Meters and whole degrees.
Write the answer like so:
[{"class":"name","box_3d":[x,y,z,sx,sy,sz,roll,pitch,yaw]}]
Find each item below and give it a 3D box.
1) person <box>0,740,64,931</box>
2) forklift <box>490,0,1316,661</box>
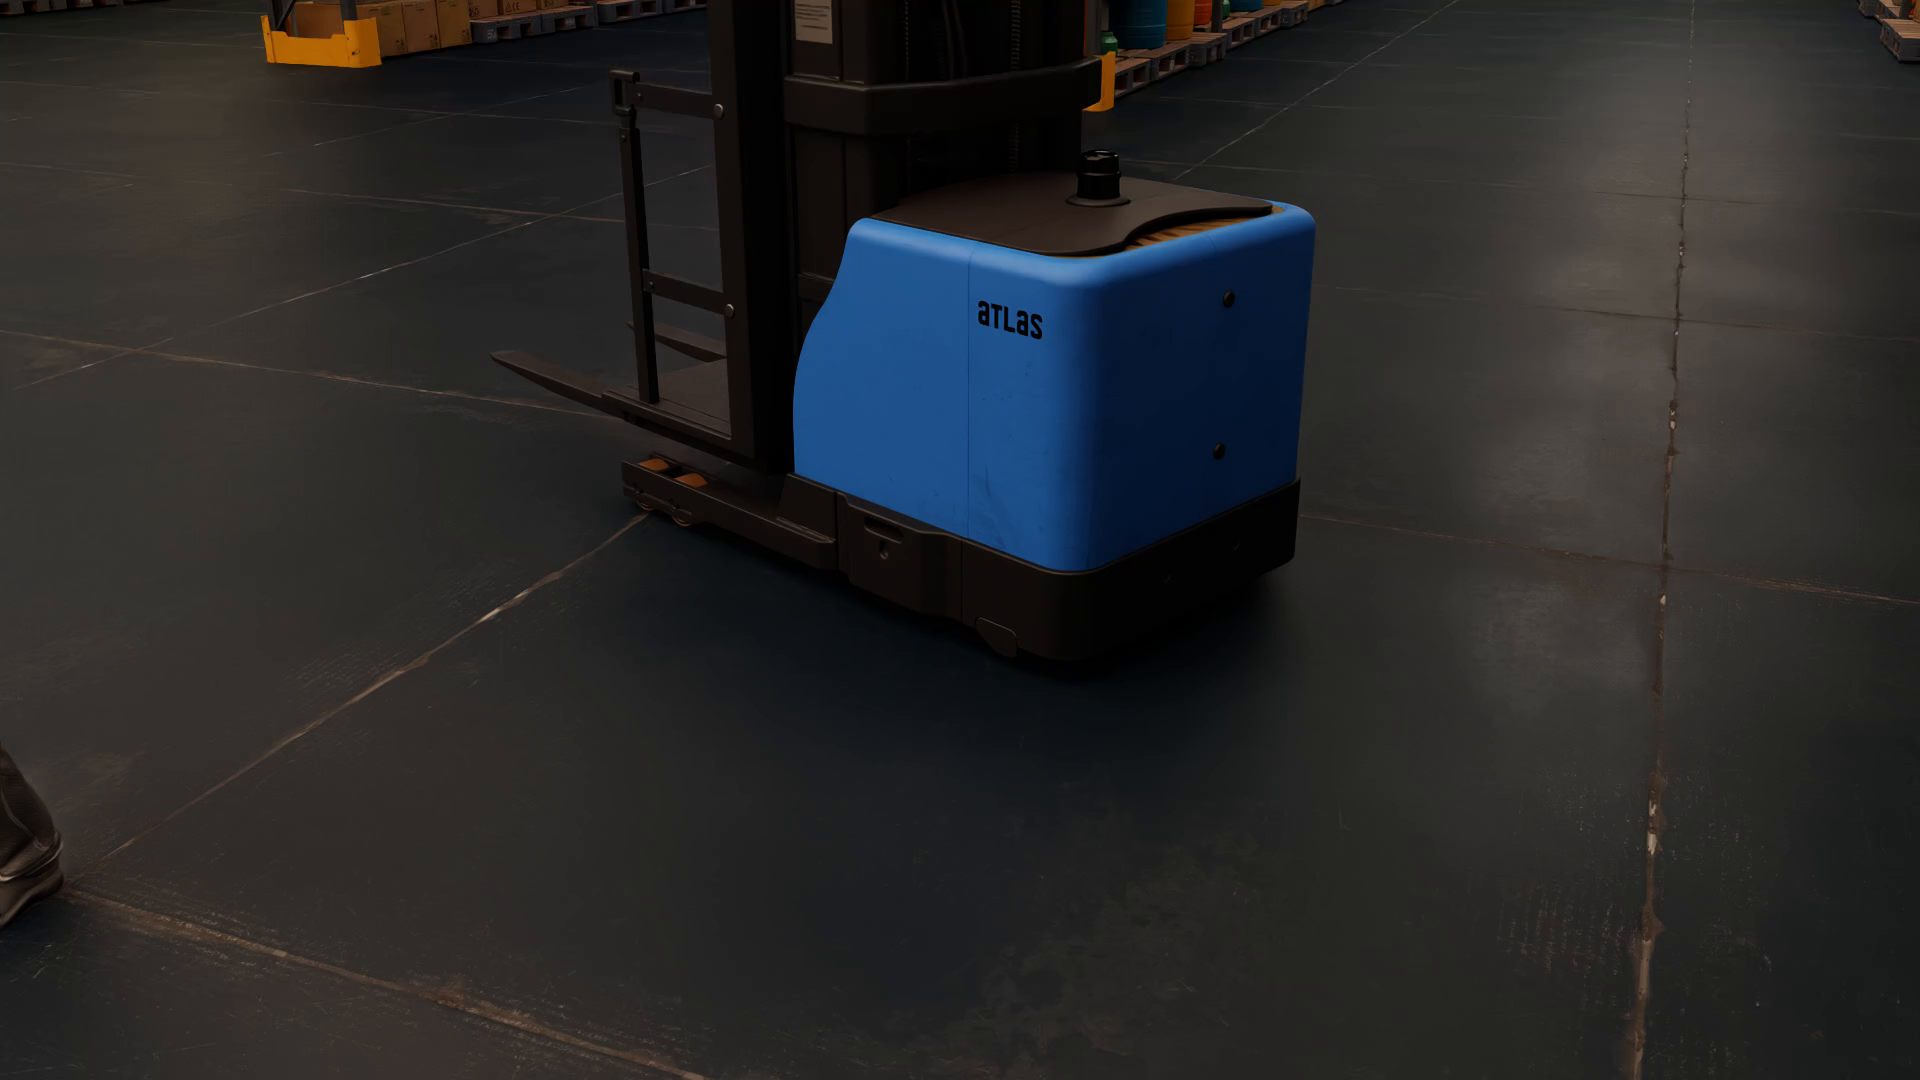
[{"class":"person","box_3d":[-2.043,-0.007,2.914,0.955,1.799,0.580,9,24,20]},{"class":"forklift","box_3d":[-0.434,-1.518,4.923,3.031,2.935,1.130,21,30,40]}]
